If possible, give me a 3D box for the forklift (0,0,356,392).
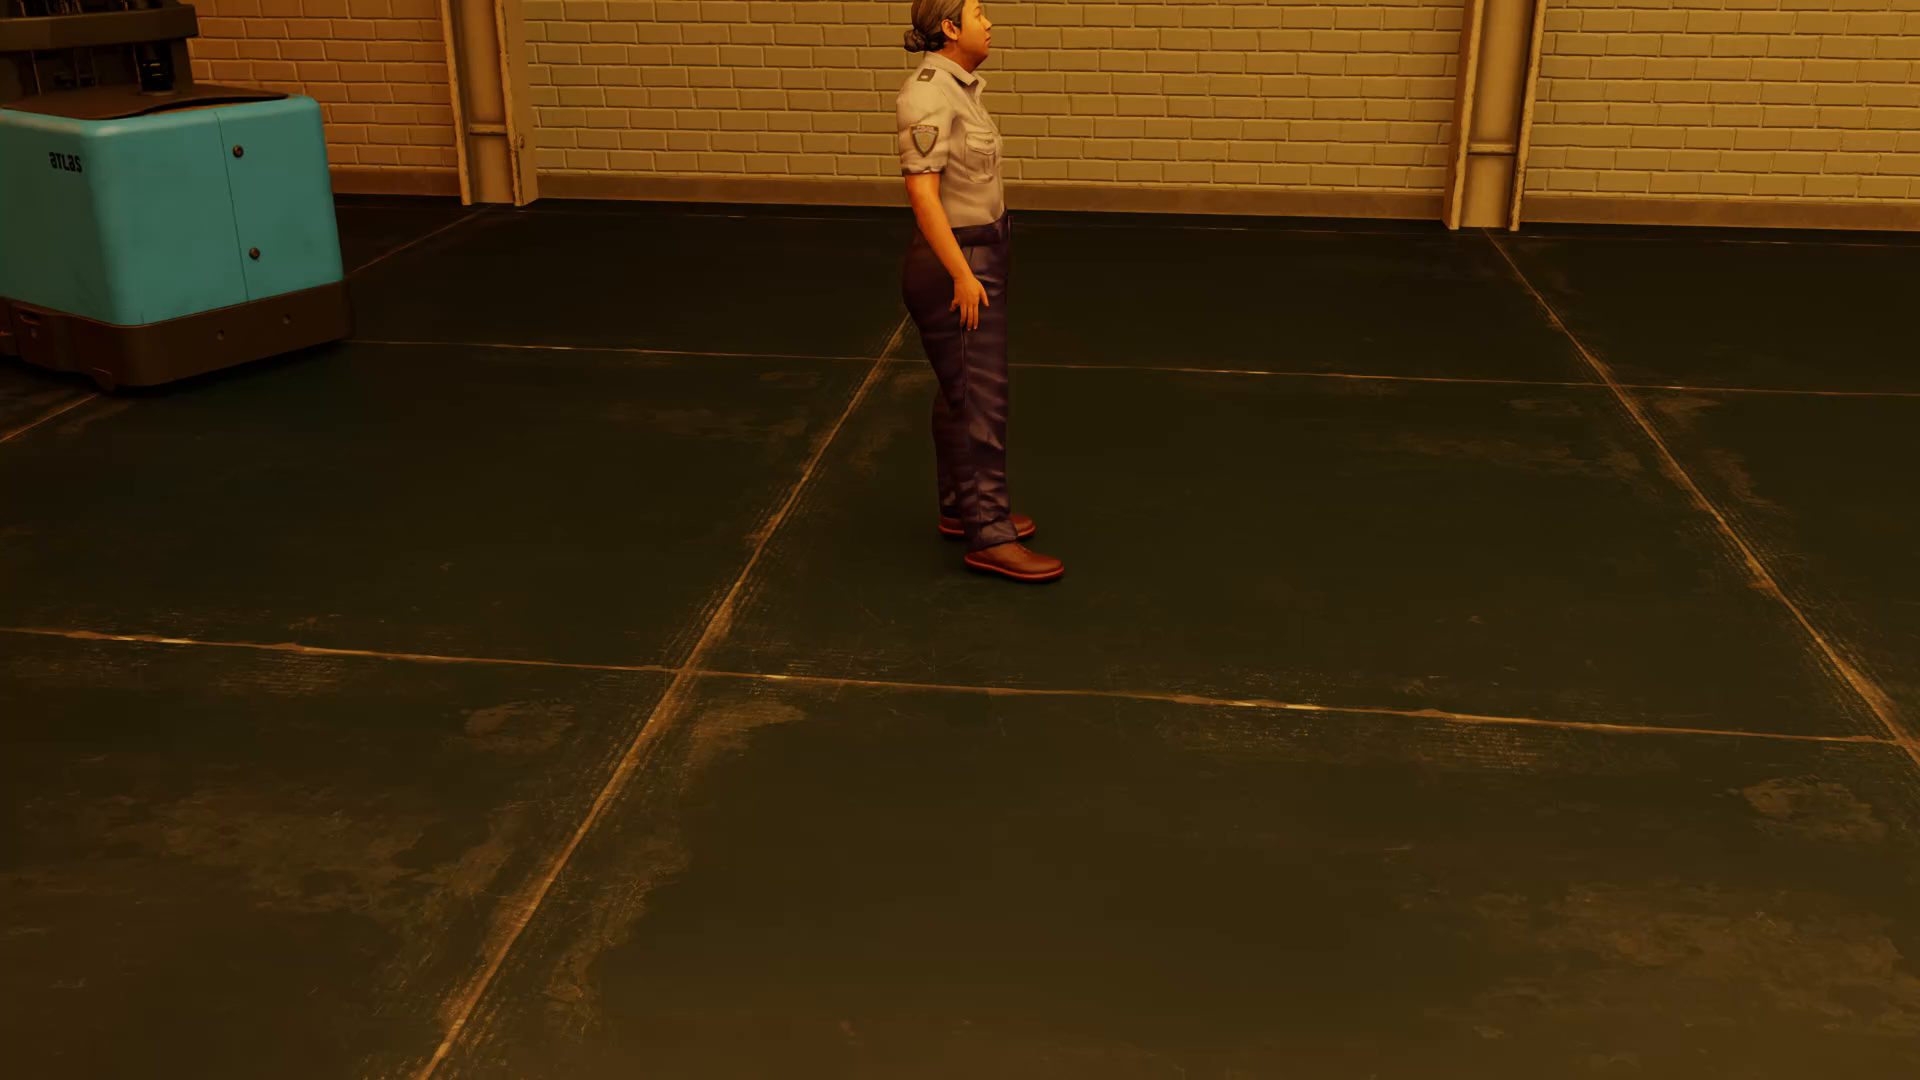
[{"bbox_3d":[-4.125,-2.352,7.094,3.031,2.935,1.130,14,26,32],"label":"forklift"}]

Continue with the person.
[{"bbox_3d":[0.086,-0.754,4.836,0.502,1.643,0.598,3,22,7],"label":"person"}]
